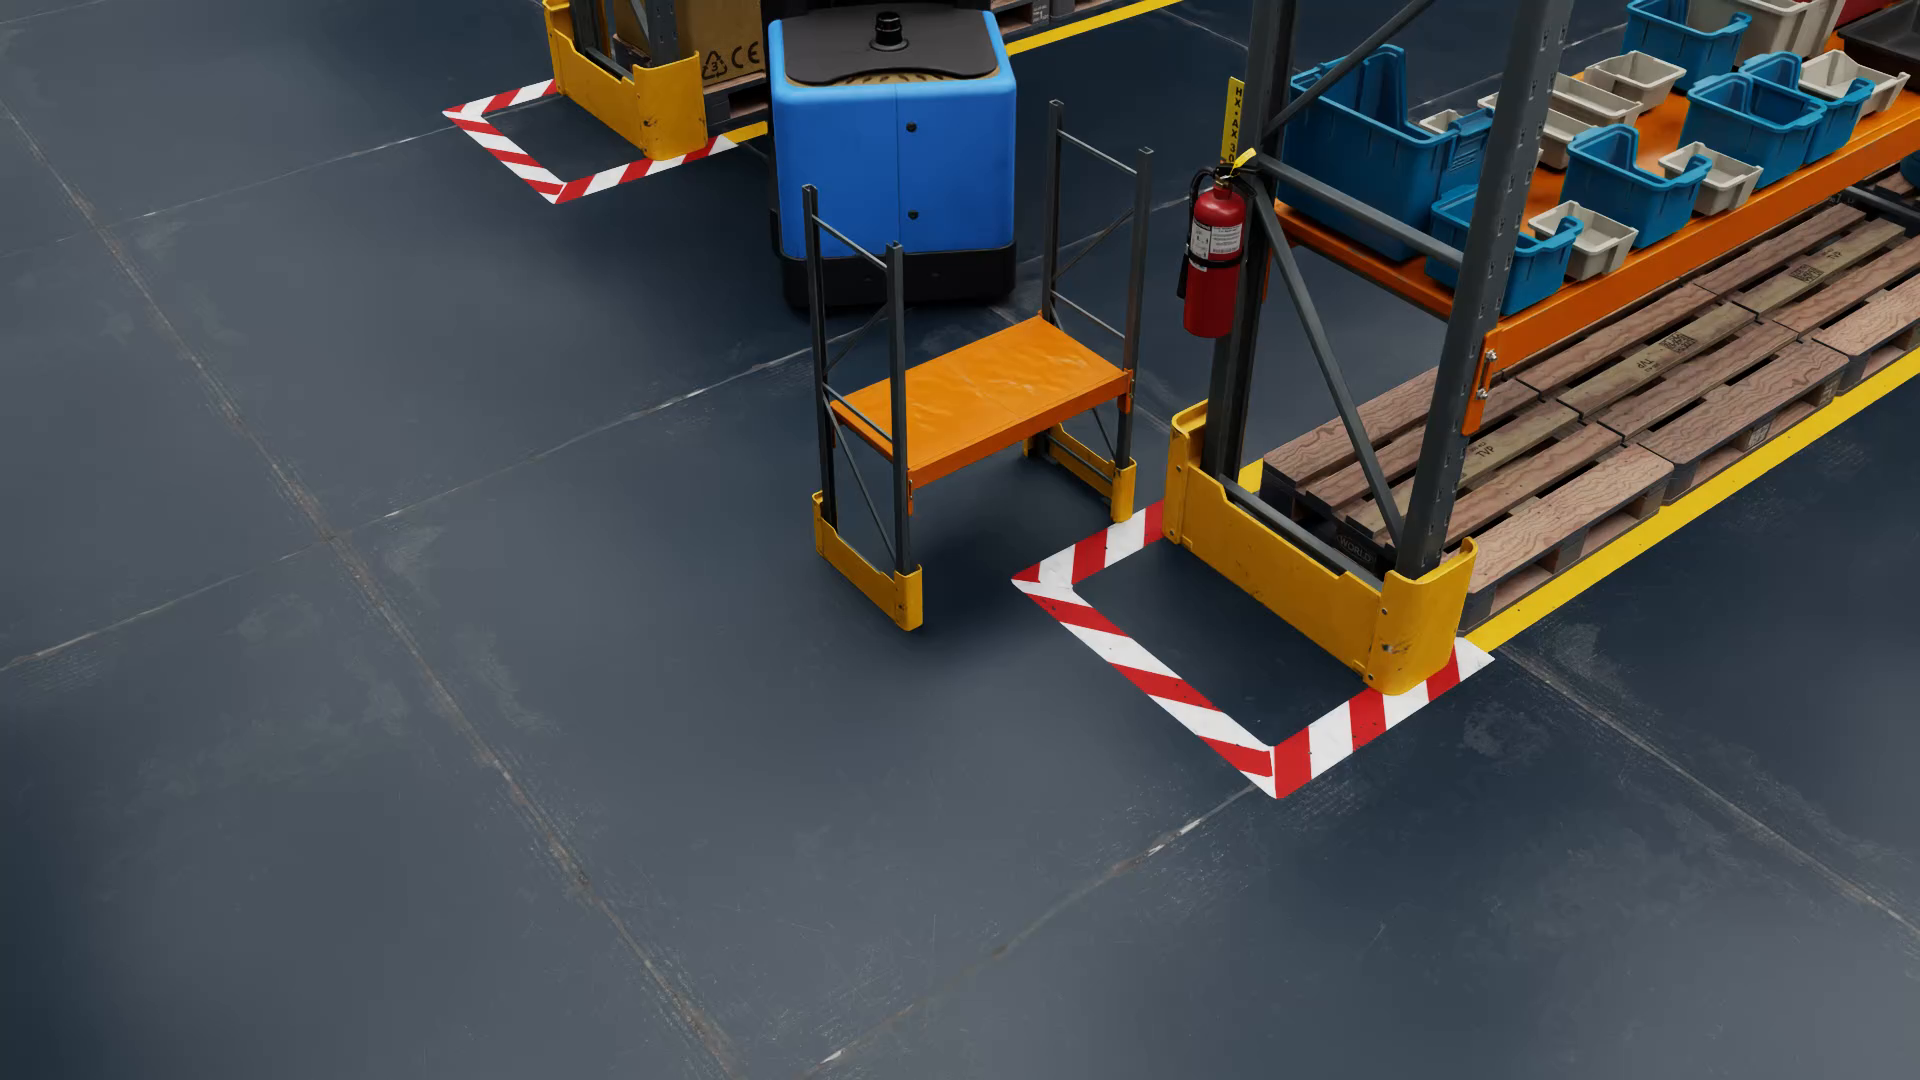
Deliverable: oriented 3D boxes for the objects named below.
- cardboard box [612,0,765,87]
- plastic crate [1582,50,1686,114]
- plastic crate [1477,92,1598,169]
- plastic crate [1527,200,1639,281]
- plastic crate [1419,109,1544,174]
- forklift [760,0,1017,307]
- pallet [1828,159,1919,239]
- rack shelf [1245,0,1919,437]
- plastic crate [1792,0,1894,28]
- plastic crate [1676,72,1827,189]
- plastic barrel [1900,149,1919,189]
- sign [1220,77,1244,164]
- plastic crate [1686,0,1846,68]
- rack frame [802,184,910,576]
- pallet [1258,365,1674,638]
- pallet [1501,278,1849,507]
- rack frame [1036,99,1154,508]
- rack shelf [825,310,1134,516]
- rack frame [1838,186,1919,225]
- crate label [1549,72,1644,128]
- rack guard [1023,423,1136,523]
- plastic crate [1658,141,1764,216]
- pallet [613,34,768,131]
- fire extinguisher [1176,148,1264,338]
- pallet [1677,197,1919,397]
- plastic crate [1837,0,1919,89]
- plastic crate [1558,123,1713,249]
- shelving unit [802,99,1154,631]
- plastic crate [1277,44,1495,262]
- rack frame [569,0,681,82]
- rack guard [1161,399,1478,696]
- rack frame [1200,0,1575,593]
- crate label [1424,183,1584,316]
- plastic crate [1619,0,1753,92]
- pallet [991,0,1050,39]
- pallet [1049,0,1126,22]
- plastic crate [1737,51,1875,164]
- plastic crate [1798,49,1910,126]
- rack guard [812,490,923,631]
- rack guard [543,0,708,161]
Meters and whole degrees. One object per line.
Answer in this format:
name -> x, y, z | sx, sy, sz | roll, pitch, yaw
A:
cardboard box -> -1.320, -3.112, 9.023 | 0.875, 0.875, 0.875 | -26, 46, -28
plastic crate -> 2.443, -1.669, 6.080 | 0.250, 0.136, 0.298 | -26, 46, -28
plastic crate -> 2.014, -1.425, 5.783 | 0.243, 0.136, 0.396 | -26, 46, -28
plastic crate -> 1.940, -0.926, 5.175 | 0.298, 0.136, 0.250 | -26, 46, -28
plastic crate -> 1.775, -1.320, 5.655 | 0.243, 0.136, 0.396 | -26, 46, -28
forklift -> -0.426, -3.096, 7.713 | 1.130, 2.935, 3.031 | -4, 40, -5
pallet -> 5.048, -1.738, 8.202 | 1.213, 0.211, 1.003 | -26, 46, -28
rack shelf -> 2.825, -1.488, 6.266 | 4.000, 0.370, 1.077 | -26, 46, -28
plastic crate -> 3.550, -2.368, 6.674 | 0.583, 0.464, 0.402 | -26, 46, -28
plastic crate -> 2.679, -1.390, 5.664 | 0.300, 0.233, 0.416 | -26, 46, -28
plastic barrel -> 4.852, -2.092, 7.758 | 0.708, 0.901, 0.600 | -26, 46, -28
sign -> 0.891, -1.327, 5.373 | 0.005, 0.325, 0.100 | -26, 46, -28
plastic crate -> 3.088, -2.019, 6.392 | 0.530, 0.282, 0.437 | -26, 46, -28
rack frame -> -0.336, -0.416, 5.575 | 0.032, 1.500, 0.500 | -26, 46, -28
pallet -> 1.917, -0.214, 6.345 | 1.213, 0.211, 1.003 | -26, 46, -28
pallet -> 2.883, -0.683, 6.916 | 1.213, 0.211, 1.003 | -26, 46, -28
rack frame -> 0.471, -0.809, 6.054 | 0.032, 1.500, 0.500 | -26, 46, -28
rack shelf -> 0.068, -0.474, 5.929 | 1.000, 0.185, 0.538 | -26, 46, -28
rack frame -> 4.411, -2.539, 6.980 | 0.127, 3.000, 1.000 | -26, 46, -28
crate label -> 2.220, -1.545, 5.929 | 0.243, 0.136, 0.396 | -26, 46, -28
rack guard -> 0.455, -0.319, 6.441 | 0.087, 0.250, 0.587 | -26, 46, -28
plastic crate -> 2.478, -1.189, 5.495 | 0.298, 0.136, 0.250 | -26, 46, -28
pallet -> -1.193, -2.754, 9.441 | 1.213, 0.211, 1.003 | -26, 46, -28
fire extinguisher -> 0.843, -0.989, 5.446 | 0.183, 0.674, 0.296 | -26, 46, -28
pallet -> 3.851, -1.157, 7.494 | 1.213, 0.211, 1.003 | -26, 46, -28
plastic crate -> 3.687, -1.888, 6.356 | 0.590, 0.125, 0.437 | -26, 46, -28
plastic crate -> 2.157, -1.136, 5.354 | 0.300, 0.233, 0.416 | -26, 46, -28
shelving unit -> 0.060, -0.609, 5.810 | 1.083, 1.500, 0.587 | -26, 46, -28
plastic crate -> 1.391, -1.253, 5.337 | 0.499, 0.435, 0.616 | -26, 46, -28
rack frame -> -1.779, -3.484, 8.132 | 0.127, 3.000, 1.000 | -26, 46, -28
rack guard -> 1.228, -0.011, 5.869 | 0.348, 0.500, 1.175 | -26, 46, -28
rack frame -> 1.239, -0.993, 5.095 | 0.127, 3.000, 1.000 | -26, 46, -28
crate label -> 1.635, -0.881, 5.044 | 0.303, 0.233, 0.416 | -26, 46, -28
plastic crate -> 2.711, -1.874, 6.254 | 0.300, 0.233, 0.416 | -26, 46, -28
pallet -> -0.226, -3.223, 10.012 | 1.213, 0.211, 1.003 | -26, 46, -28
pallet -> 0.742, -3.697, 10.590 | 1.213, 0.211, 1.003 | -26, 46, -28
plastic crate -> 2.917, -1.506, 5.806 | 0.300, 0.233, 0.416 | -26, 46, -28
plastic crate -> 3.213, -1.636, 6.040 | 0.466, 0.136, 0.293 | -26, 46, -28
rack guard -> -0.334, 0.066, 5.972 | 0.087, 0.250, 0.587 | -26, 46, -28
rack guard -> -1.798, -2.508, 8.913 | 0.348, 0.500, 1.175 | -26, 46, -28
